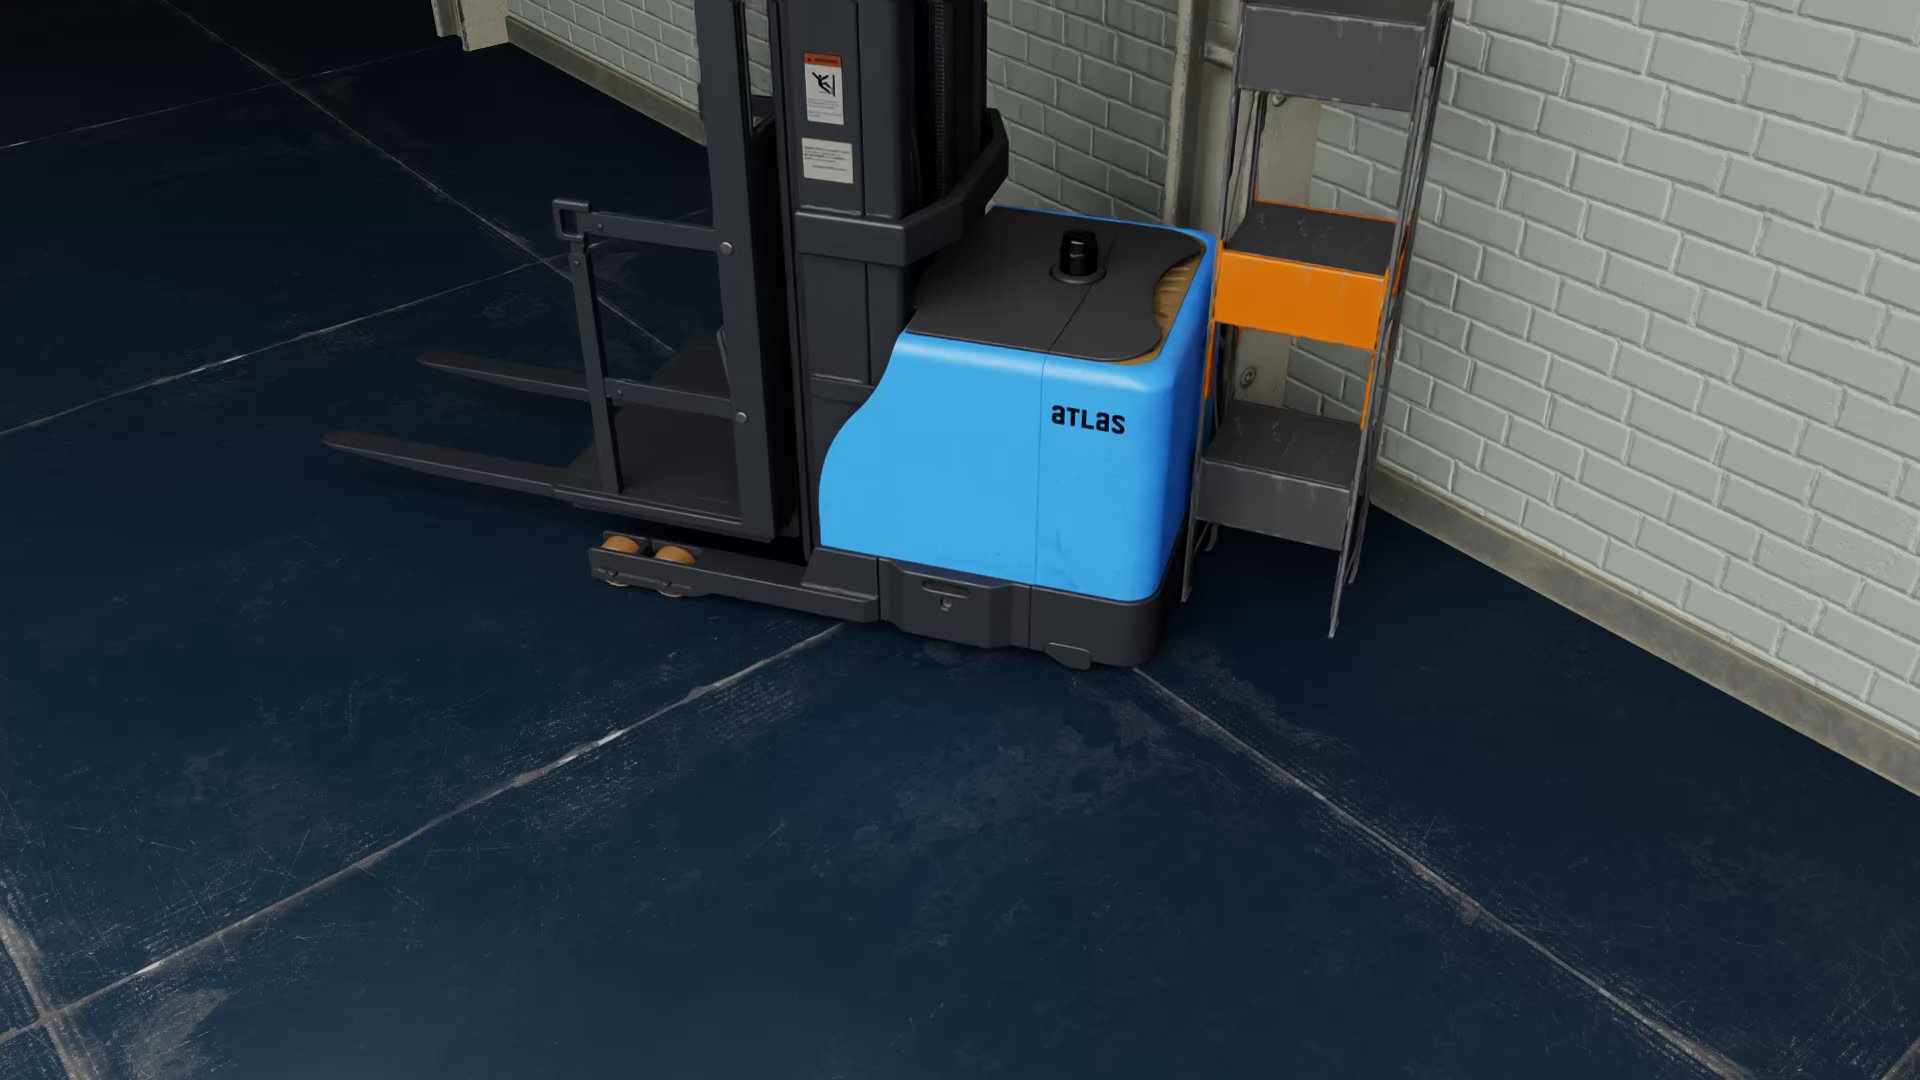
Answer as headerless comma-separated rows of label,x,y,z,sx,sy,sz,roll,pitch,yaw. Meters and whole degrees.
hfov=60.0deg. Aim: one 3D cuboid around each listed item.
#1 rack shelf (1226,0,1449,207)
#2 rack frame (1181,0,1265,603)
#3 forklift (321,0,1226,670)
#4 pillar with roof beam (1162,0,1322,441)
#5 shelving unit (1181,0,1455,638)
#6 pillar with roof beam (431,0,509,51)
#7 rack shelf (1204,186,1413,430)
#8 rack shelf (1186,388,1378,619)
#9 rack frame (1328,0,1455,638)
rack shelf,1.033,-1.265,4.531,0.480,0.518,0.431,13,37,18
rack frame,0.807,-0.758,5.003,0.015,2.100,0.400,13,37,18
forklift,-0.712,-1.286,5.030,3.031,2.935,1.130,10,37,14
pillar with roof beam,-2.340,-2.448,1.421,9.100,9.000,0.400,-26,43,-32
shelving unit,1.033,-0.705,4.928,0.503,2.100,0.431,13,37,18
pillar with roof beam,-6.212,-5.097,5.161,9.100,9.000,0.400,-26,43,-32
rack shelf,1.033,-0.693,4.936,0.480,0.518,0.431,13,37,18
rack shelf,1.033,-0.122,5.340,0.480,0.518,0.431,13,37,18
rack frame,1.259,-0.651,4.853,0.015,2.100,0.400,13,37,18
